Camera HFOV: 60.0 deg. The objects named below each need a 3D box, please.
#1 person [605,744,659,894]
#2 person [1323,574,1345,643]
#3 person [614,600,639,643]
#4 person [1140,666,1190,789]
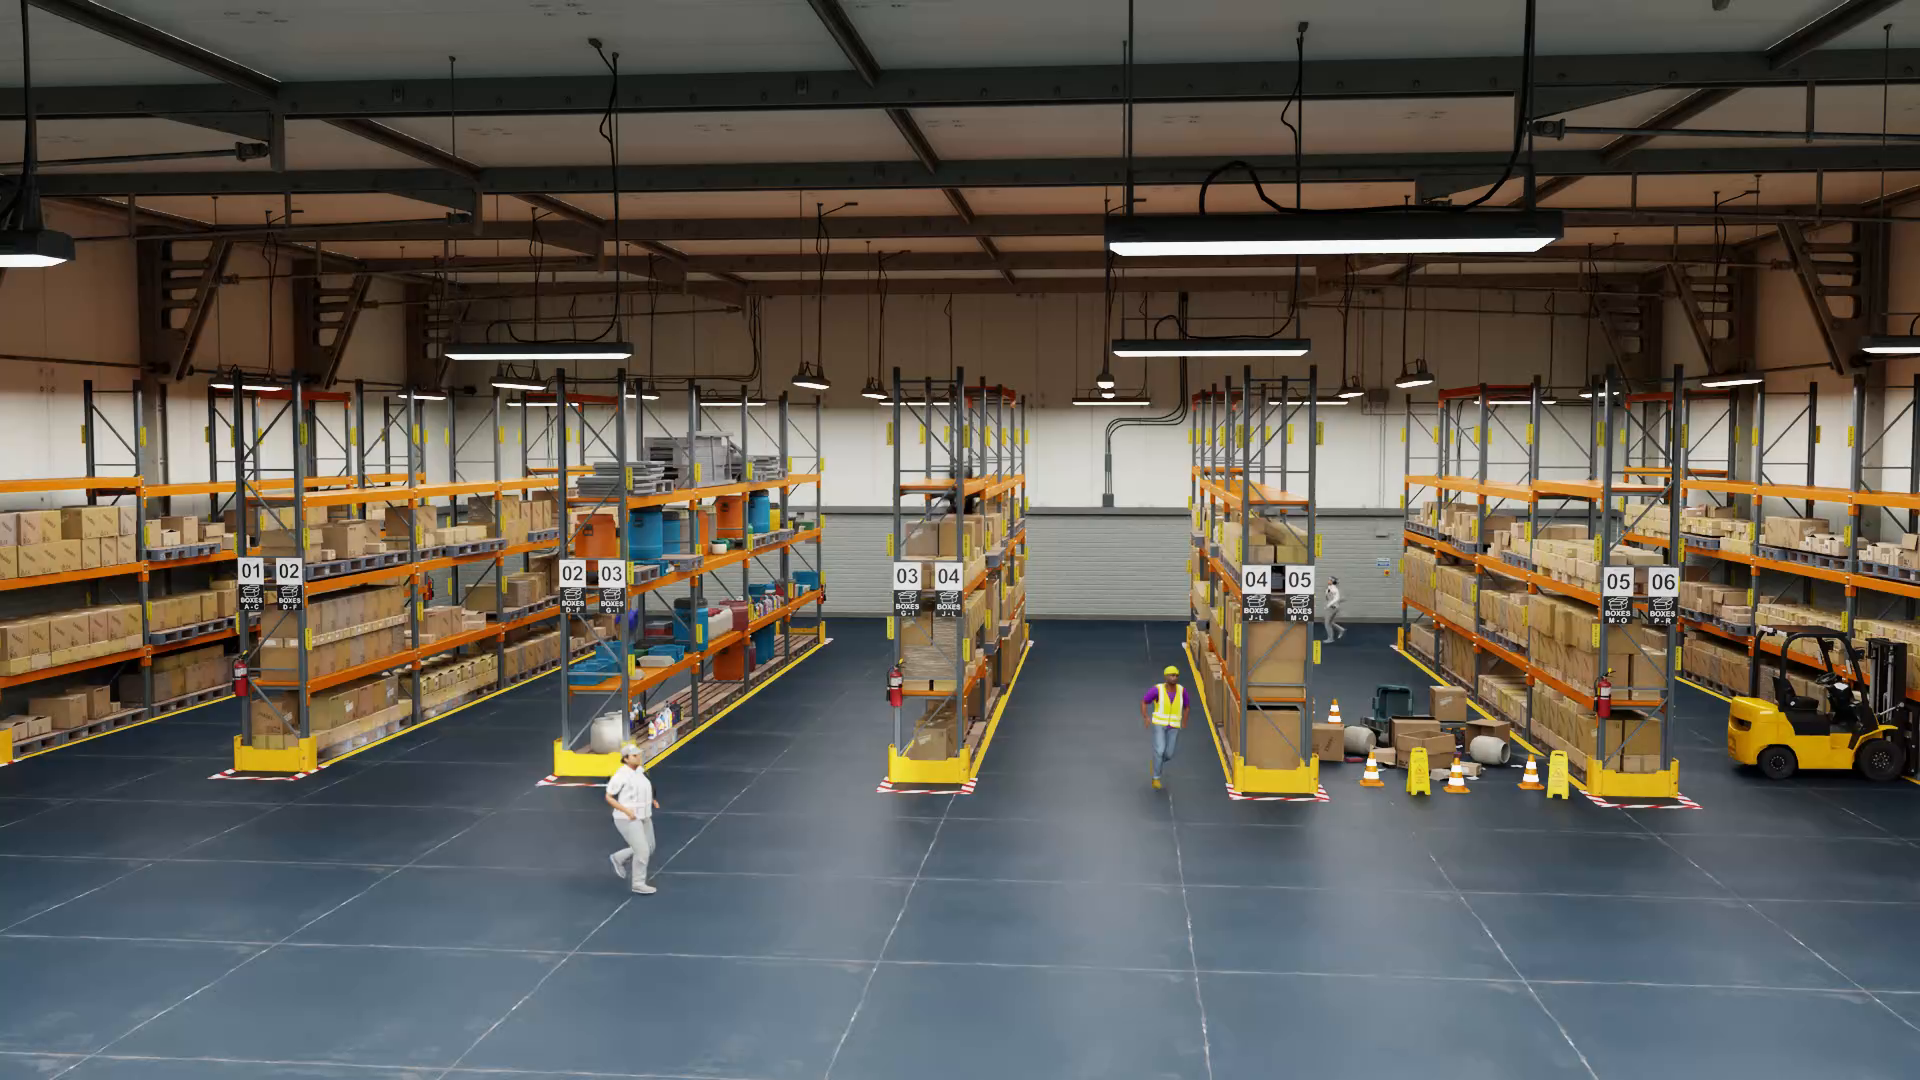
[{"bbox_3d":[-3.613,3.054,18.295,0.647,1.620,0.613,2,4,25],"label":"person"},{"bbox_3d":[9.116,1.669,40.428,0.559,1.675,0.642,0,4,2],"label":"person"},{"bbox_3d":[-6.924,2.041,34.657,0.579,1.659,0.859,0,4,-6],"label":"person"},{"bbox_3d":[2.962,2.673,23.975,0.743,1.732,0.691,-1,4,-9],"label":"person"}]
